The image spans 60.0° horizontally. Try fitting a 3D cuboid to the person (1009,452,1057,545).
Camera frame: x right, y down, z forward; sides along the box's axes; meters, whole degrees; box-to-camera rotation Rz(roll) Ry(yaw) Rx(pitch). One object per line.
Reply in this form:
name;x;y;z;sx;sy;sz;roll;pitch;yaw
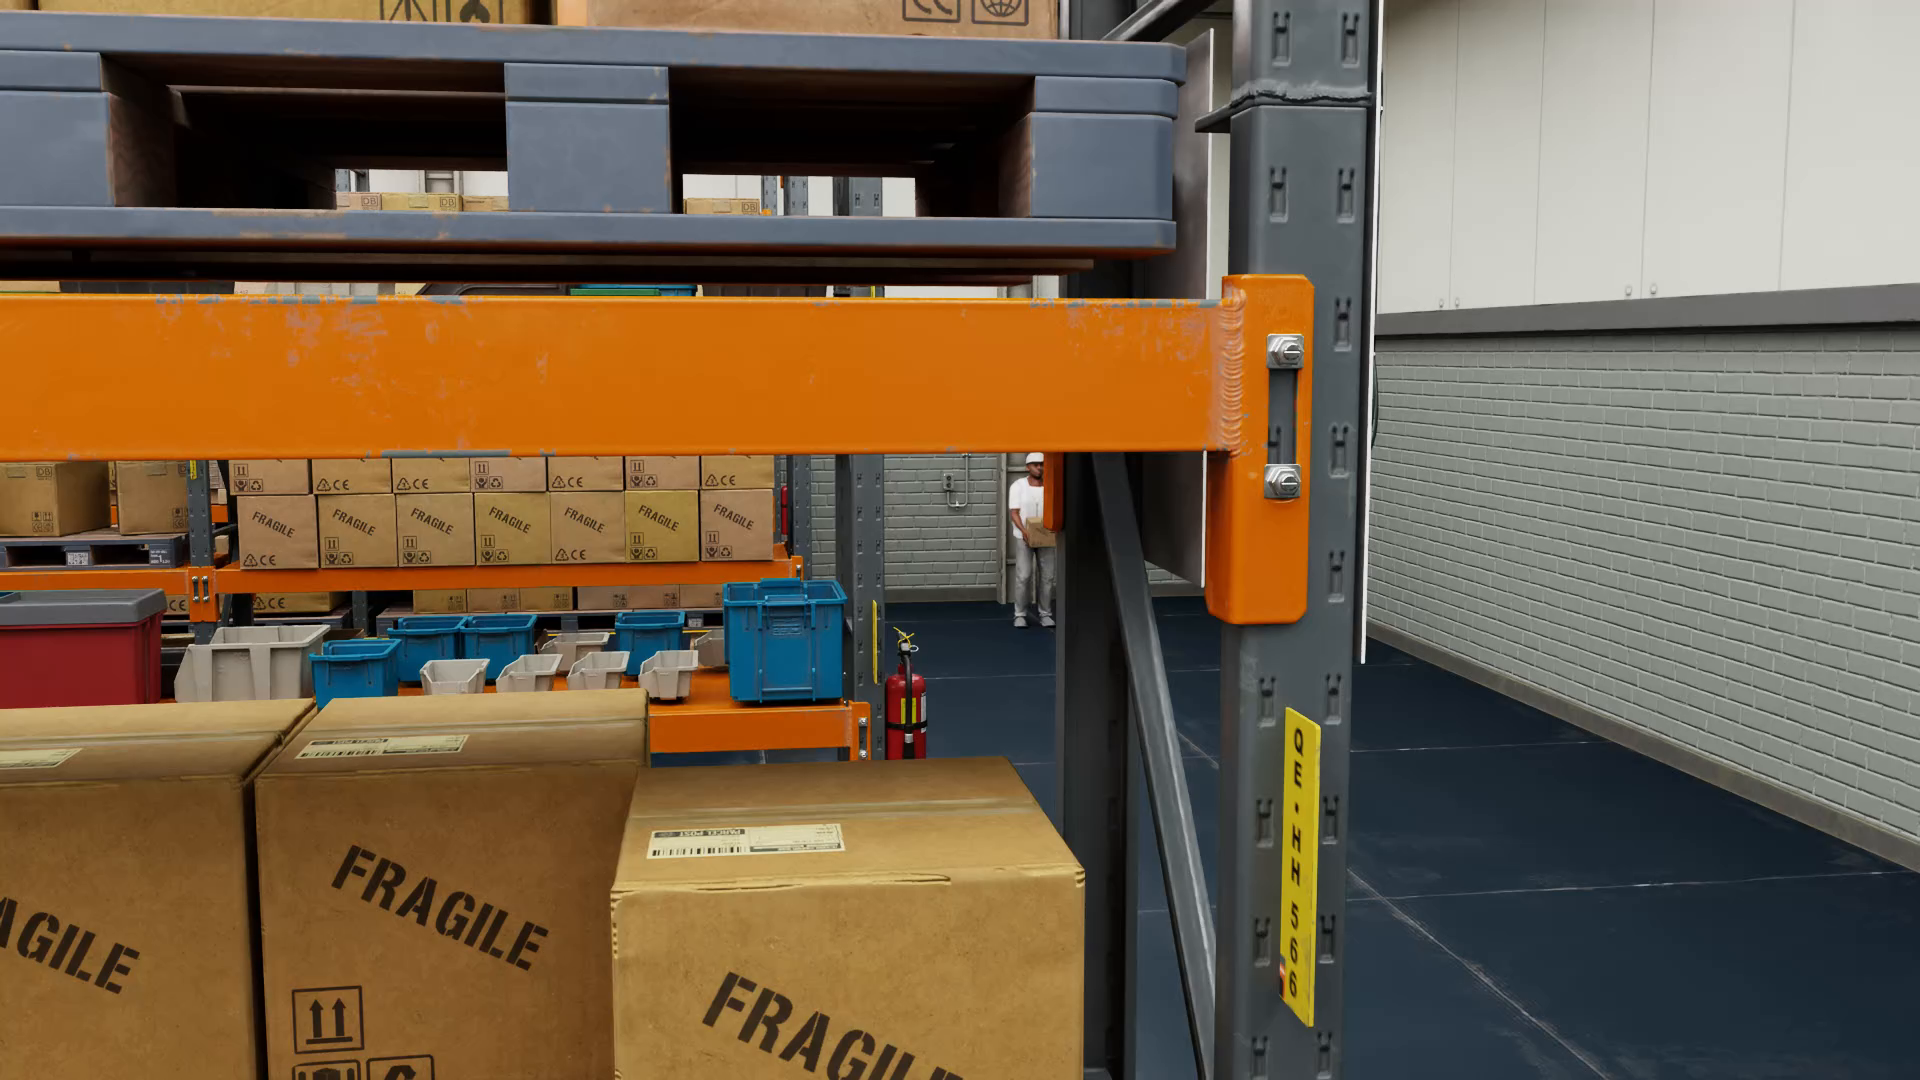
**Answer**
person;0.771;-0.418;16.588;0.542;0.938;0.551;-1;7;-9
